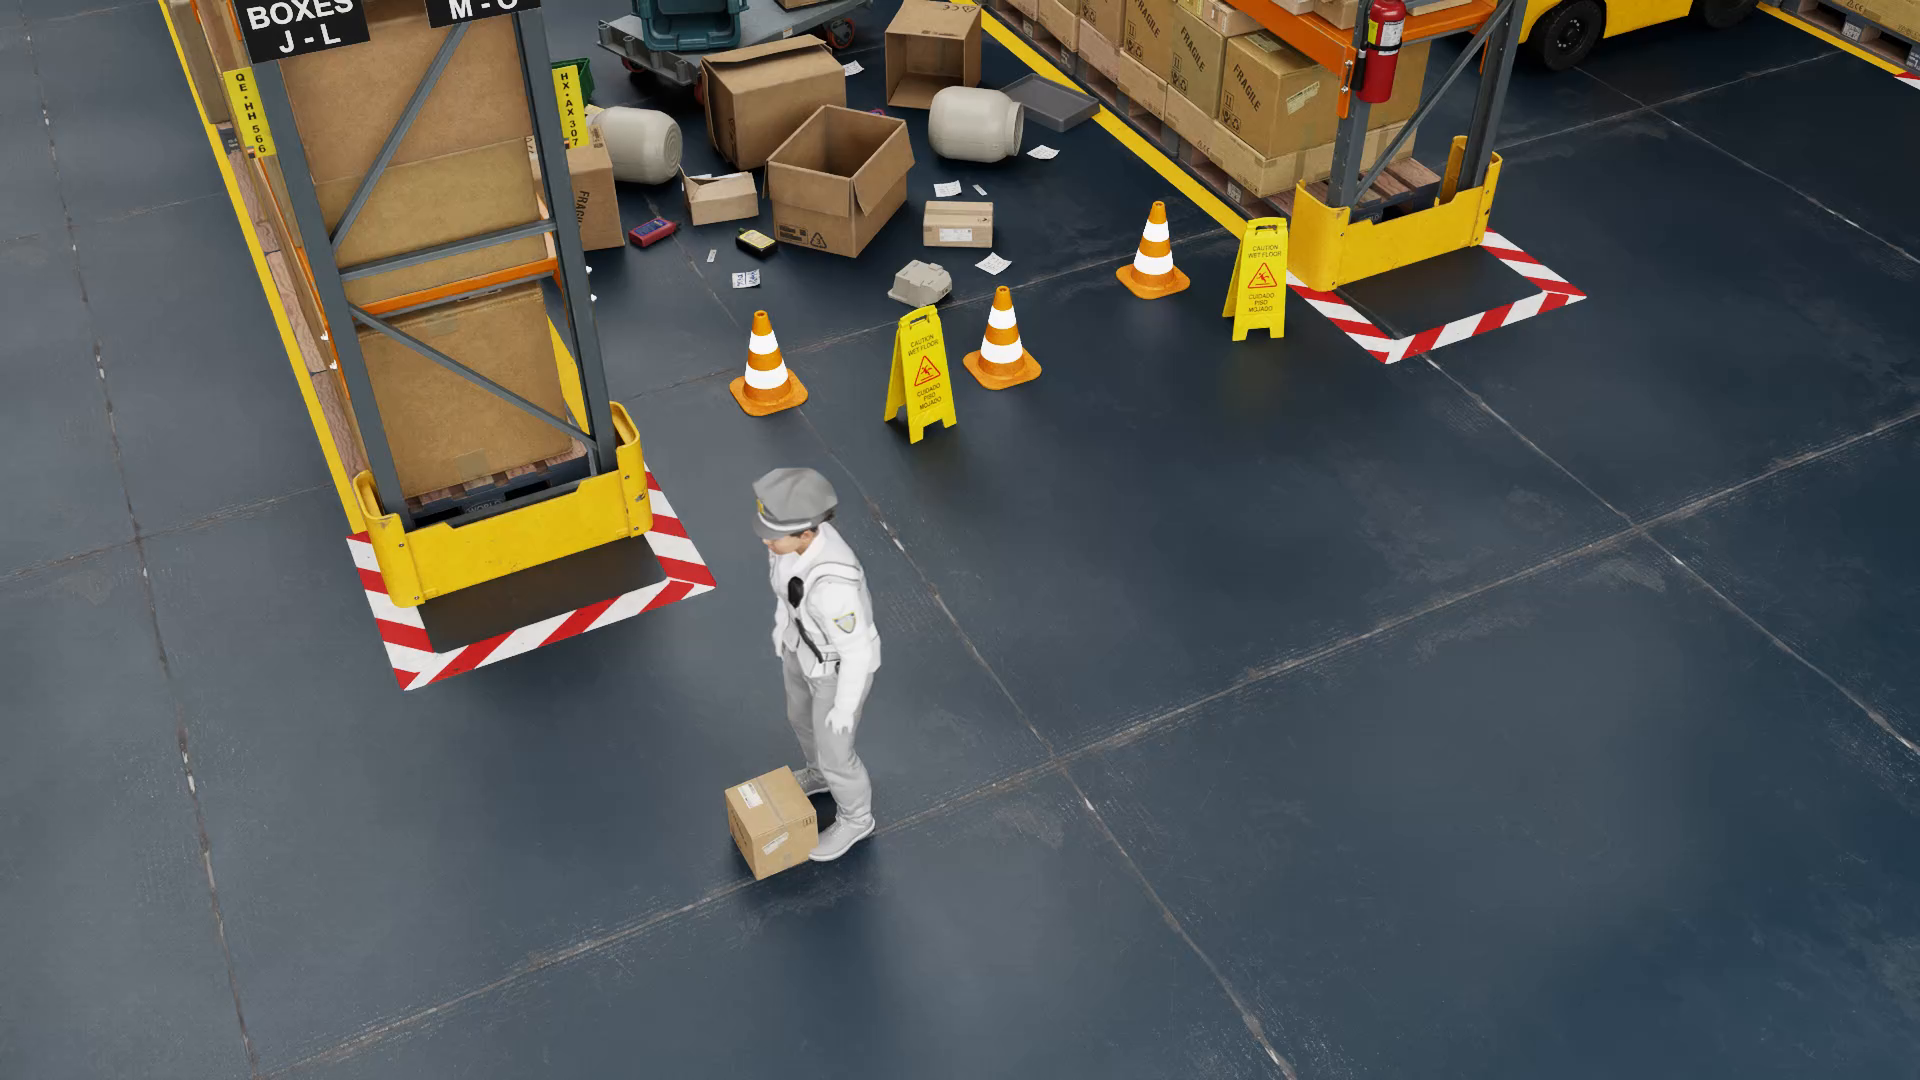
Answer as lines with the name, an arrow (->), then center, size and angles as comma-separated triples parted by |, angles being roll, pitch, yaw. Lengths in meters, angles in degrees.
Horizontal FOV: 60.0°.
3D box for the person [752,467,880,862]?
person -> -0.476, 0.427, 5.674 | 0.377, 1.663, 0.538 | -20, 45, -21
